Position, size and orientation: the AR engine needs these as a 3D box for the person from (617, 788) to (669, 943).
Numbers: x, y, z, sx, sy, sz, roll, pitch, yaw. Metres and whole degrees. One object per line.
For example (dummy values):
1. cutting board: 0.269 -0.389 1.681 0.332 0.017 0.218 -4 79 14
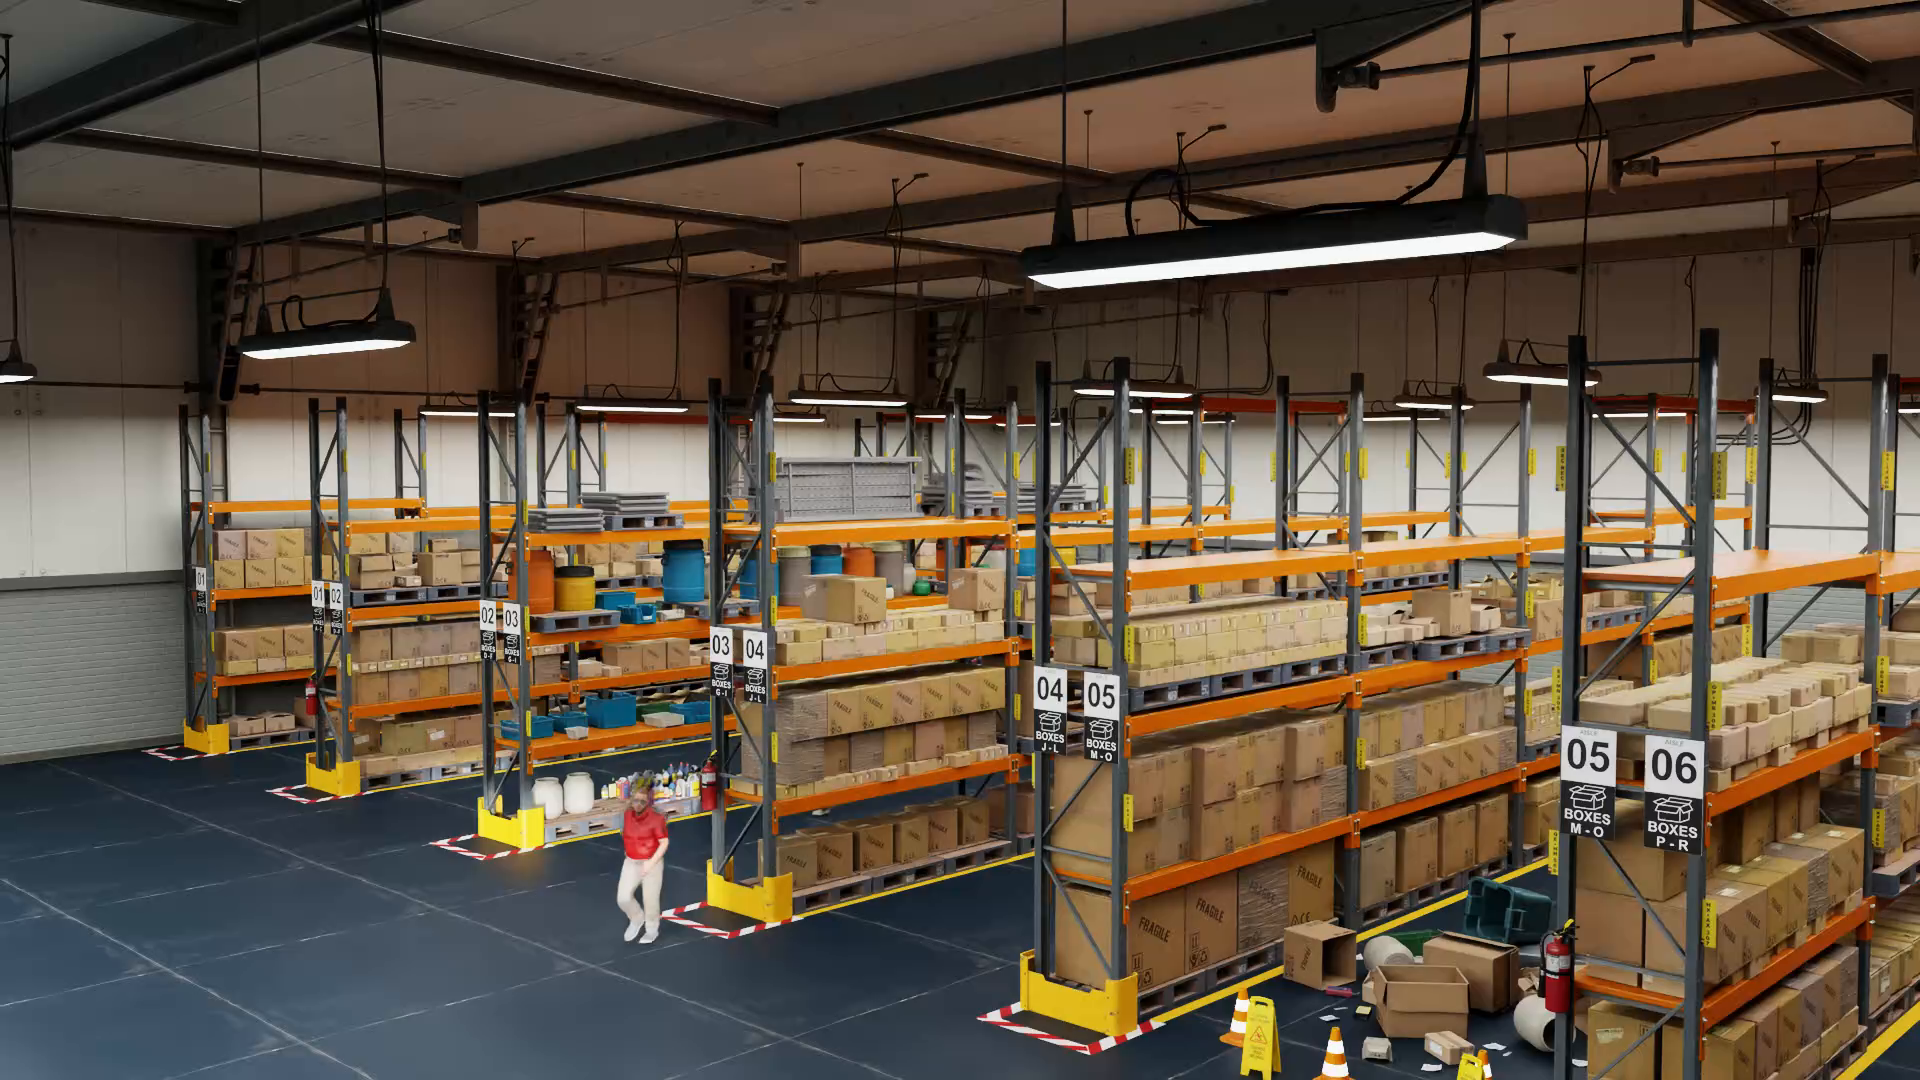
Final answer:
1. person: -3.294 3.407 17.316 0.612 1.687 0.853 1 3 10

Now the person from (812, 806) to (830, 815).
1. person: -2.065 3.120 23.490 0.553 1.584 0.602 3 4 40

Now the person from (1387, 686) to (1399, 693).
1. person: 7.112 3.041 26.444 0.812 1.480 0.621 -2 4 -34
